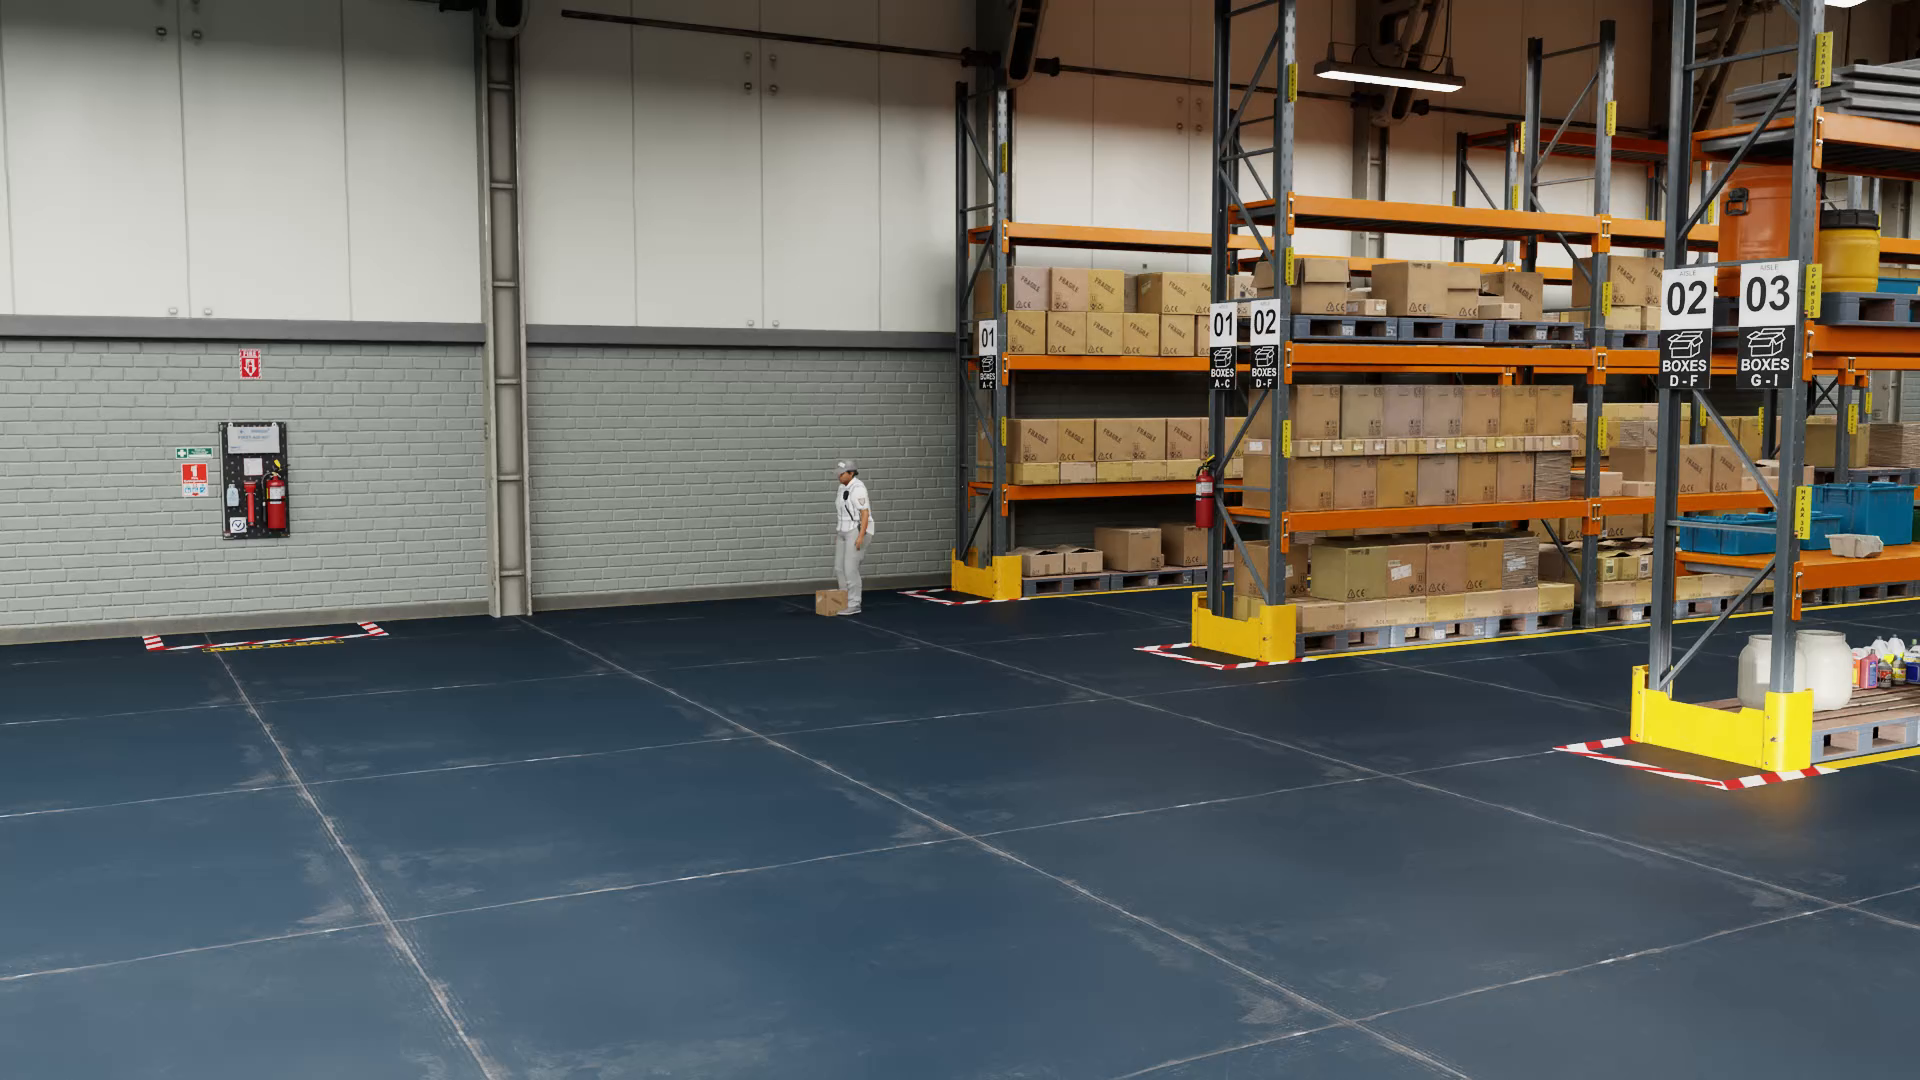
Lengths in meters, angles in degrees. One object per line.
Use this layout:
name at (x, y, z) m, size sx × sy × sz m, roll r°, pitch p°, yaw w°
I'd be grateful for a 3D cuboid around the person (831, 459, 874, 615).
person at (-1.191, -0.041, 17.926) m, size 0.467 × 1.665 × 0.557 m, roll -3°, pitch 6°, yaw -32°
